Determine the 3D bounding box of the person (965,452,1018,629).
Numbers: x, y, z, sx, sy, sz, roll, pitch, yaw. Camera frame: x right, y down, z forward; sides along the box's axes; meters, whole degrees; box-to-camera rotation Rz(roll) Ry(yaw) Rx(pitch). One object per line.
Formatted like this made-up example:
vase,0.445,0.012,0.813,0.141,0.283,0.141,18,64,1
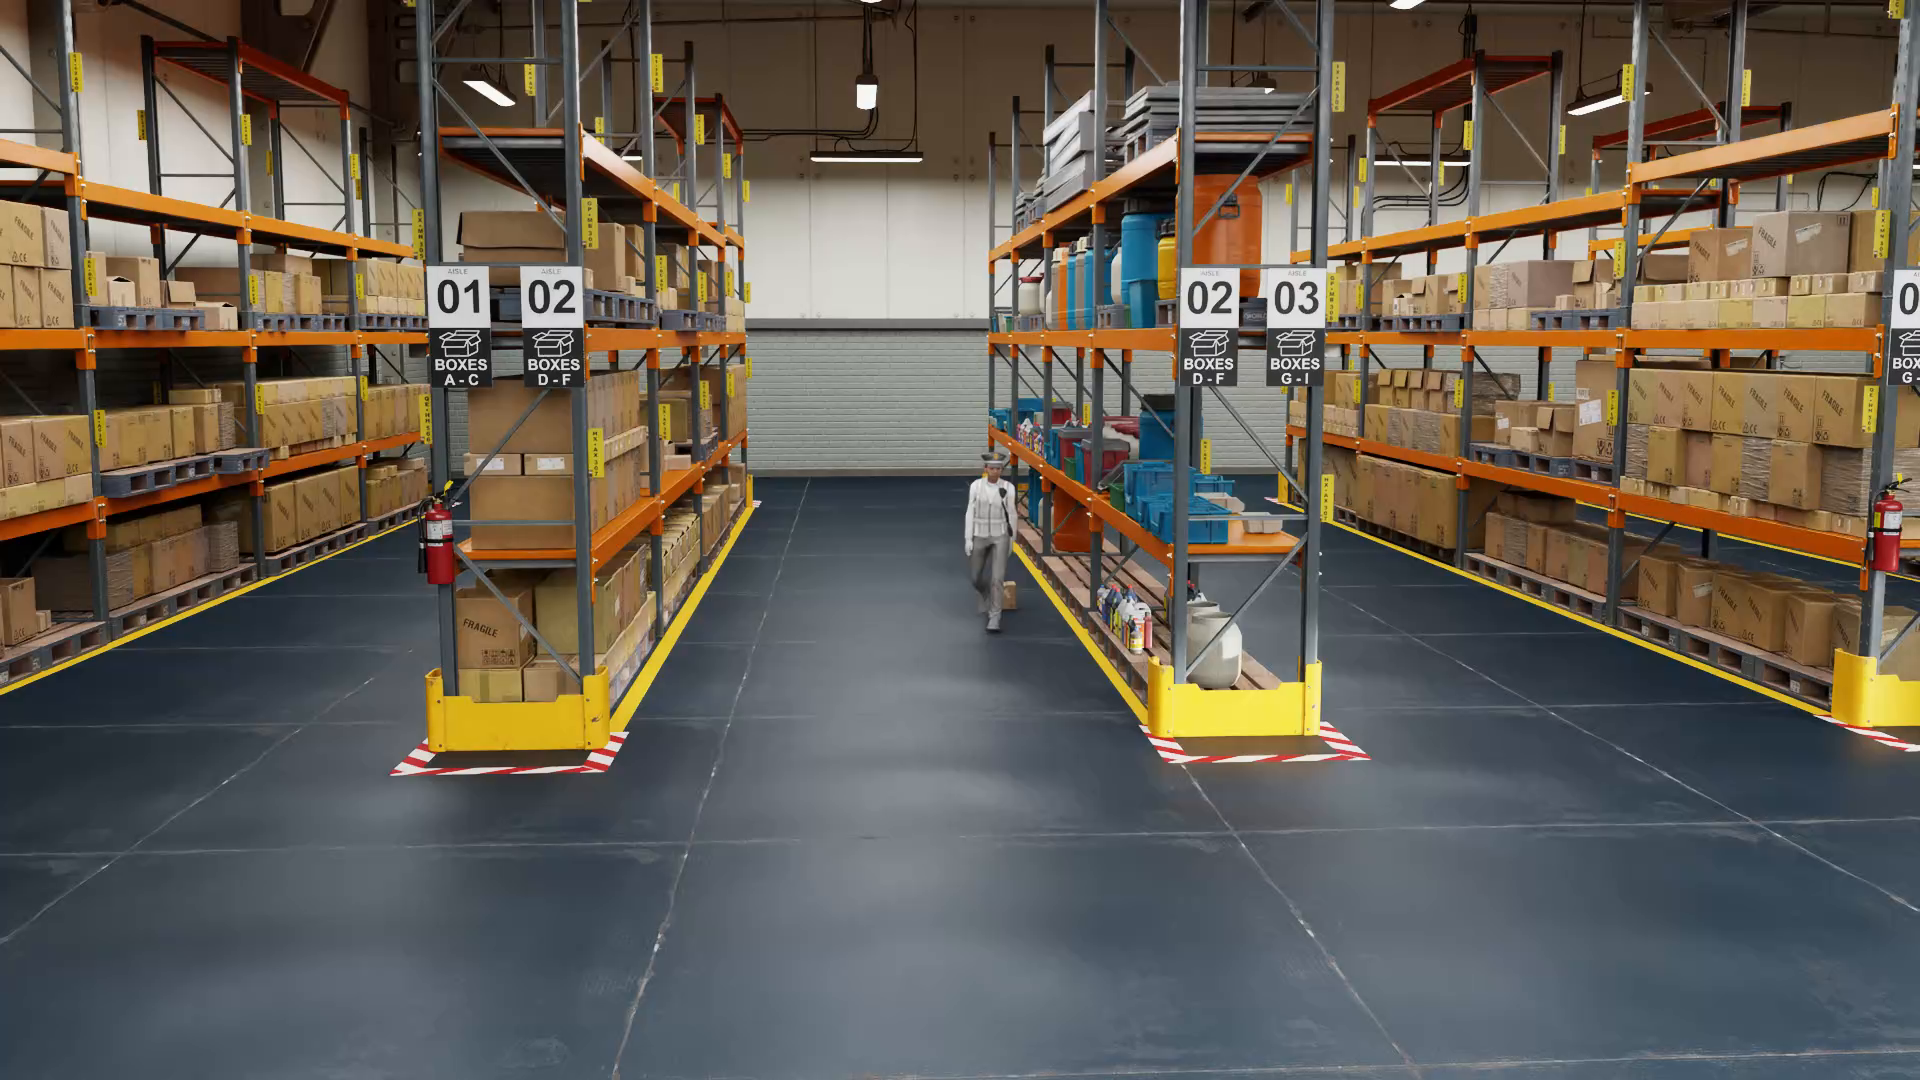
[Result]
person,0.292,-0.016,15.673,0.469,1.644,0.696,1,7,9
